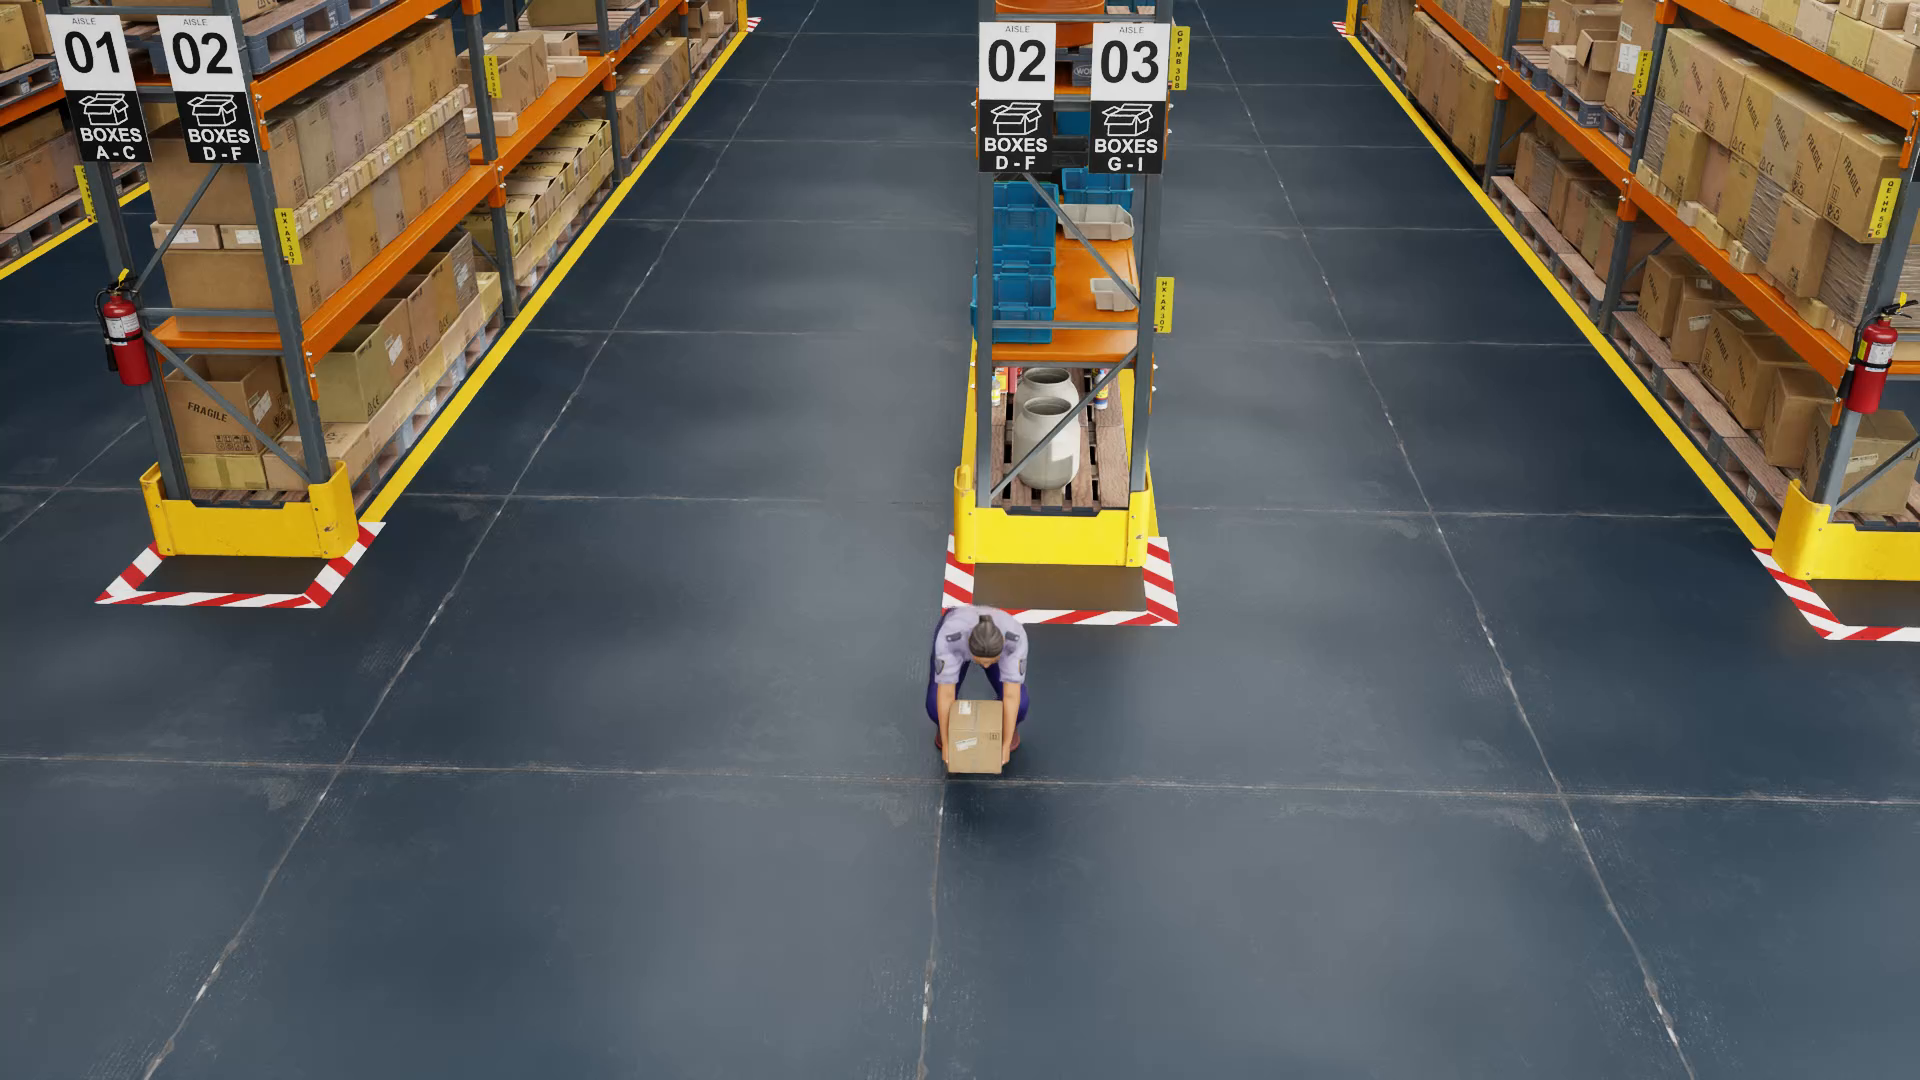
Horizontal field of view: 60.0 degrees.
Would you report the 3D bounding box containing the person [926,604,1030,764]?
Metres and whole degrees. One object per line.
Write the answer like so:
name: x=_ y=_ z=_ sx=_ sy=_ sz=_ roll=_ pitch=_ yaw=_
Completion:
person: x=0.087 y=0.659 z=8.169 sx=0.510 sy=0.940 sz=0.853 roll=0 pitch=28 yaw=0
